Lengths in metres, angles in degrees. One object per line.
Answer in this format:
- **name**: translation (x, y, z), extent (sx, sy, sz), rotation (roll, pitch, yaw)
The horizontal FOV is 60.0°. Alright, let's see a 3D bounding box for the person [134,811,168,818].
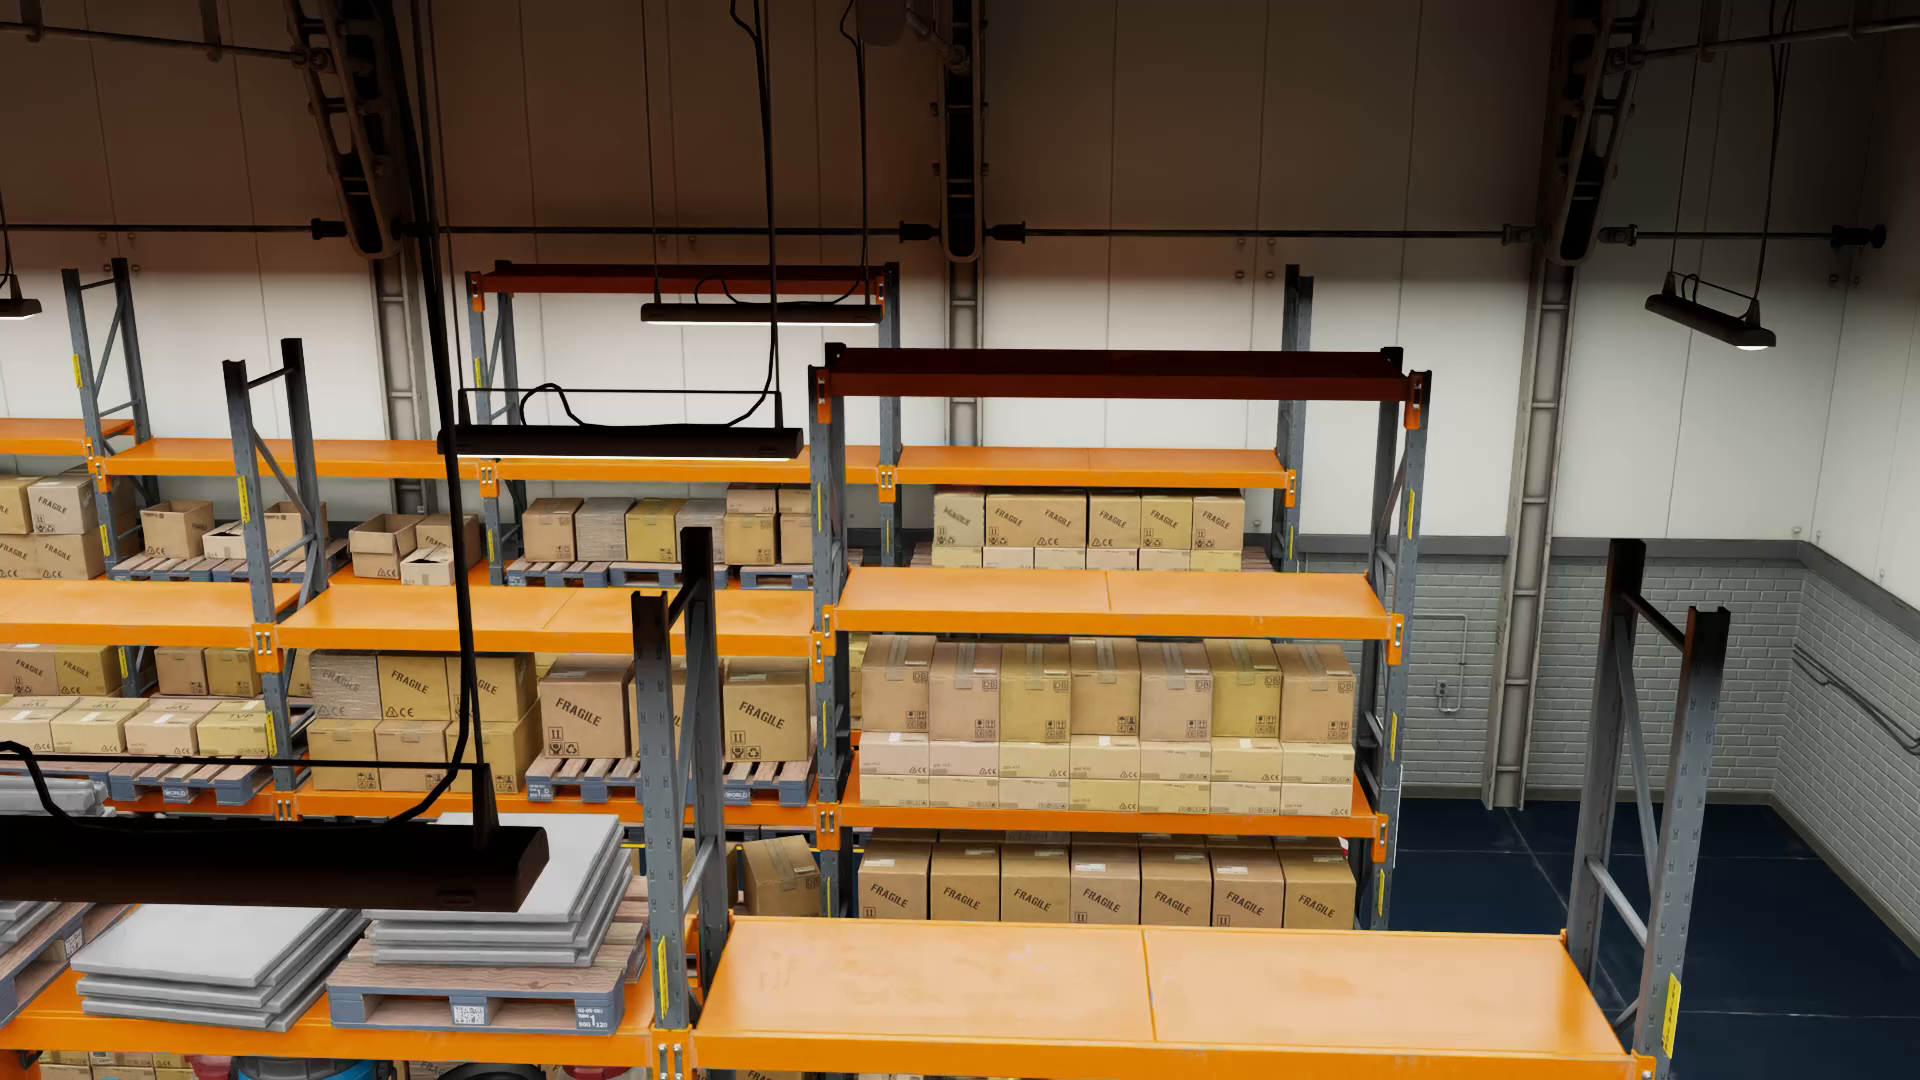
- **person**: translation (-7.409, 3.068, 15.258), extent (0.740, 1.550, 0.490), rotation (5, 17, 15)
